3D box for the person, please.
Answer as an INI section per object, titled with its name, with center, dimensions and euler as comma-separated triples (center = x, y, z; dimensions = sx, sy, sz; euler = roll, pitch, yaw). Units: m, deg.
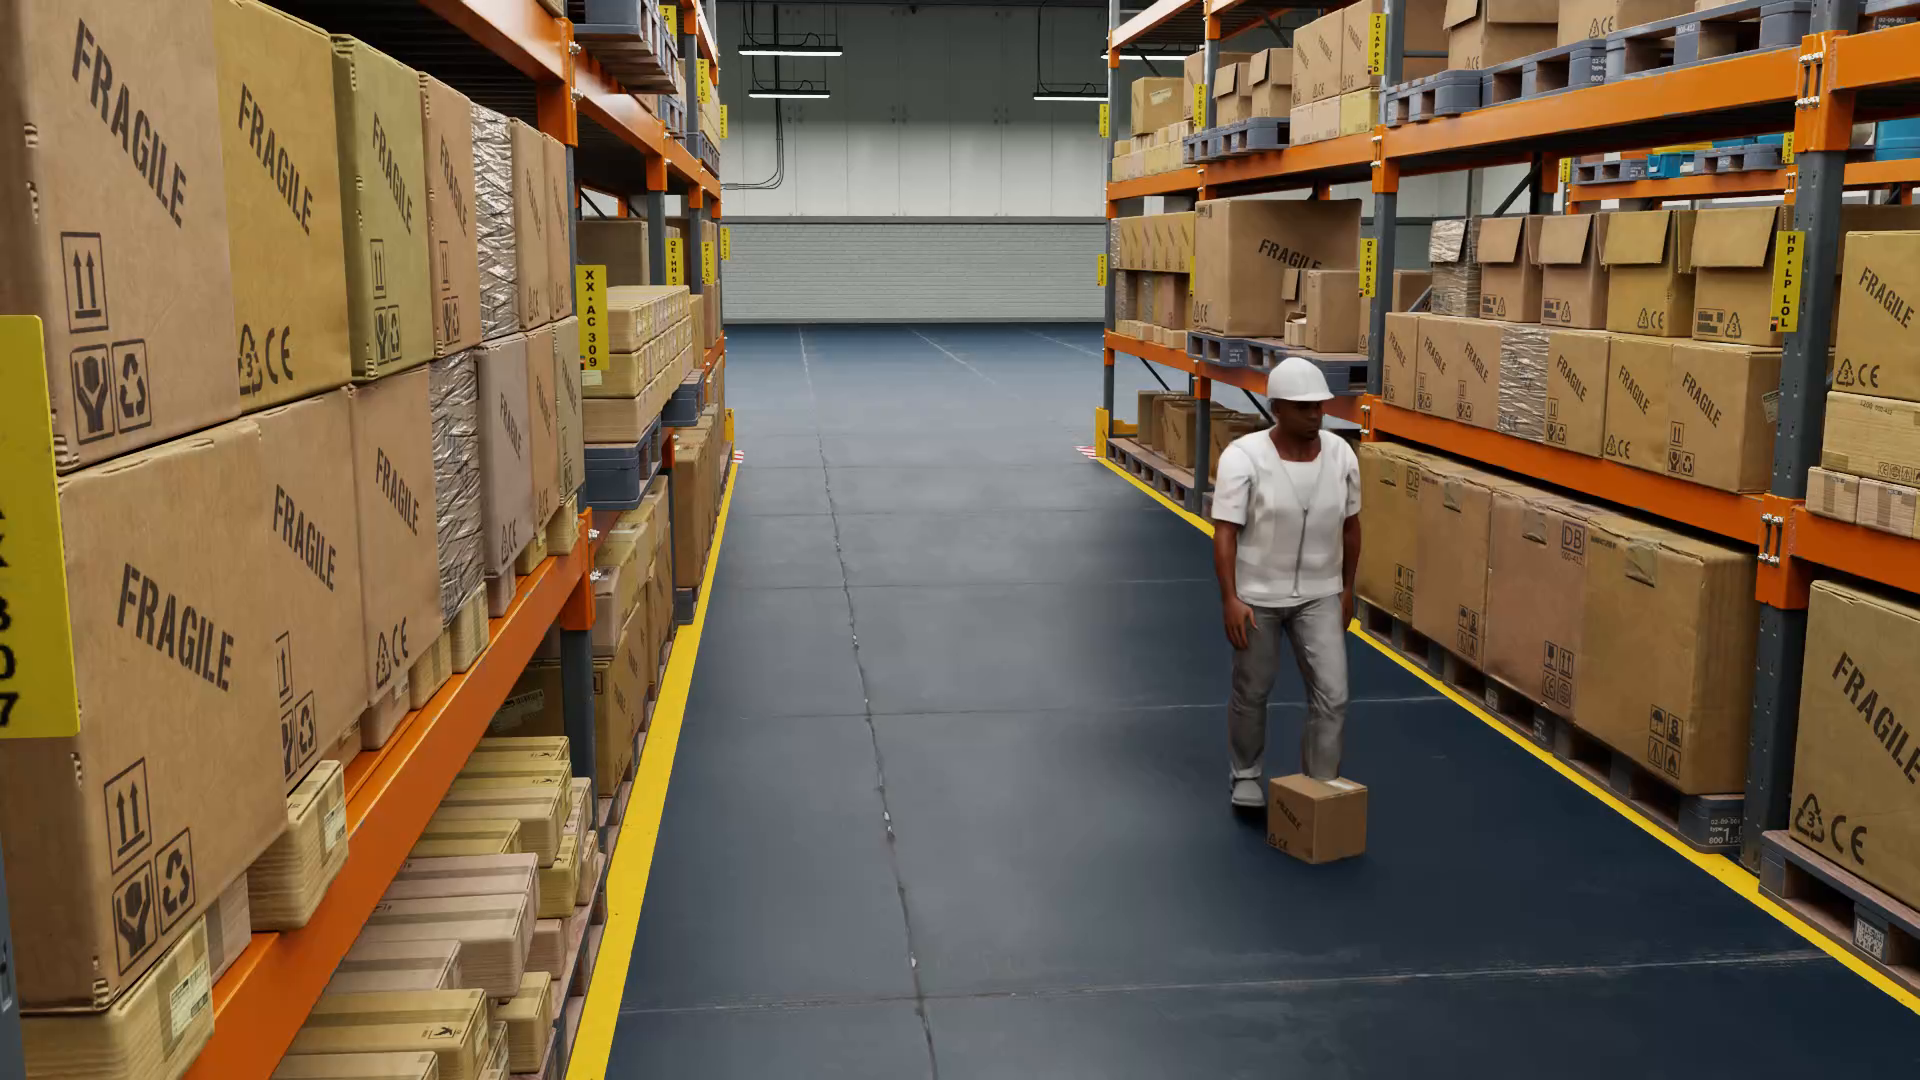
[person]
center = 1.199, 0.240, 6.107
dimensions = 0.593, 1.818, 0.732
euler = -1, 10, -5
